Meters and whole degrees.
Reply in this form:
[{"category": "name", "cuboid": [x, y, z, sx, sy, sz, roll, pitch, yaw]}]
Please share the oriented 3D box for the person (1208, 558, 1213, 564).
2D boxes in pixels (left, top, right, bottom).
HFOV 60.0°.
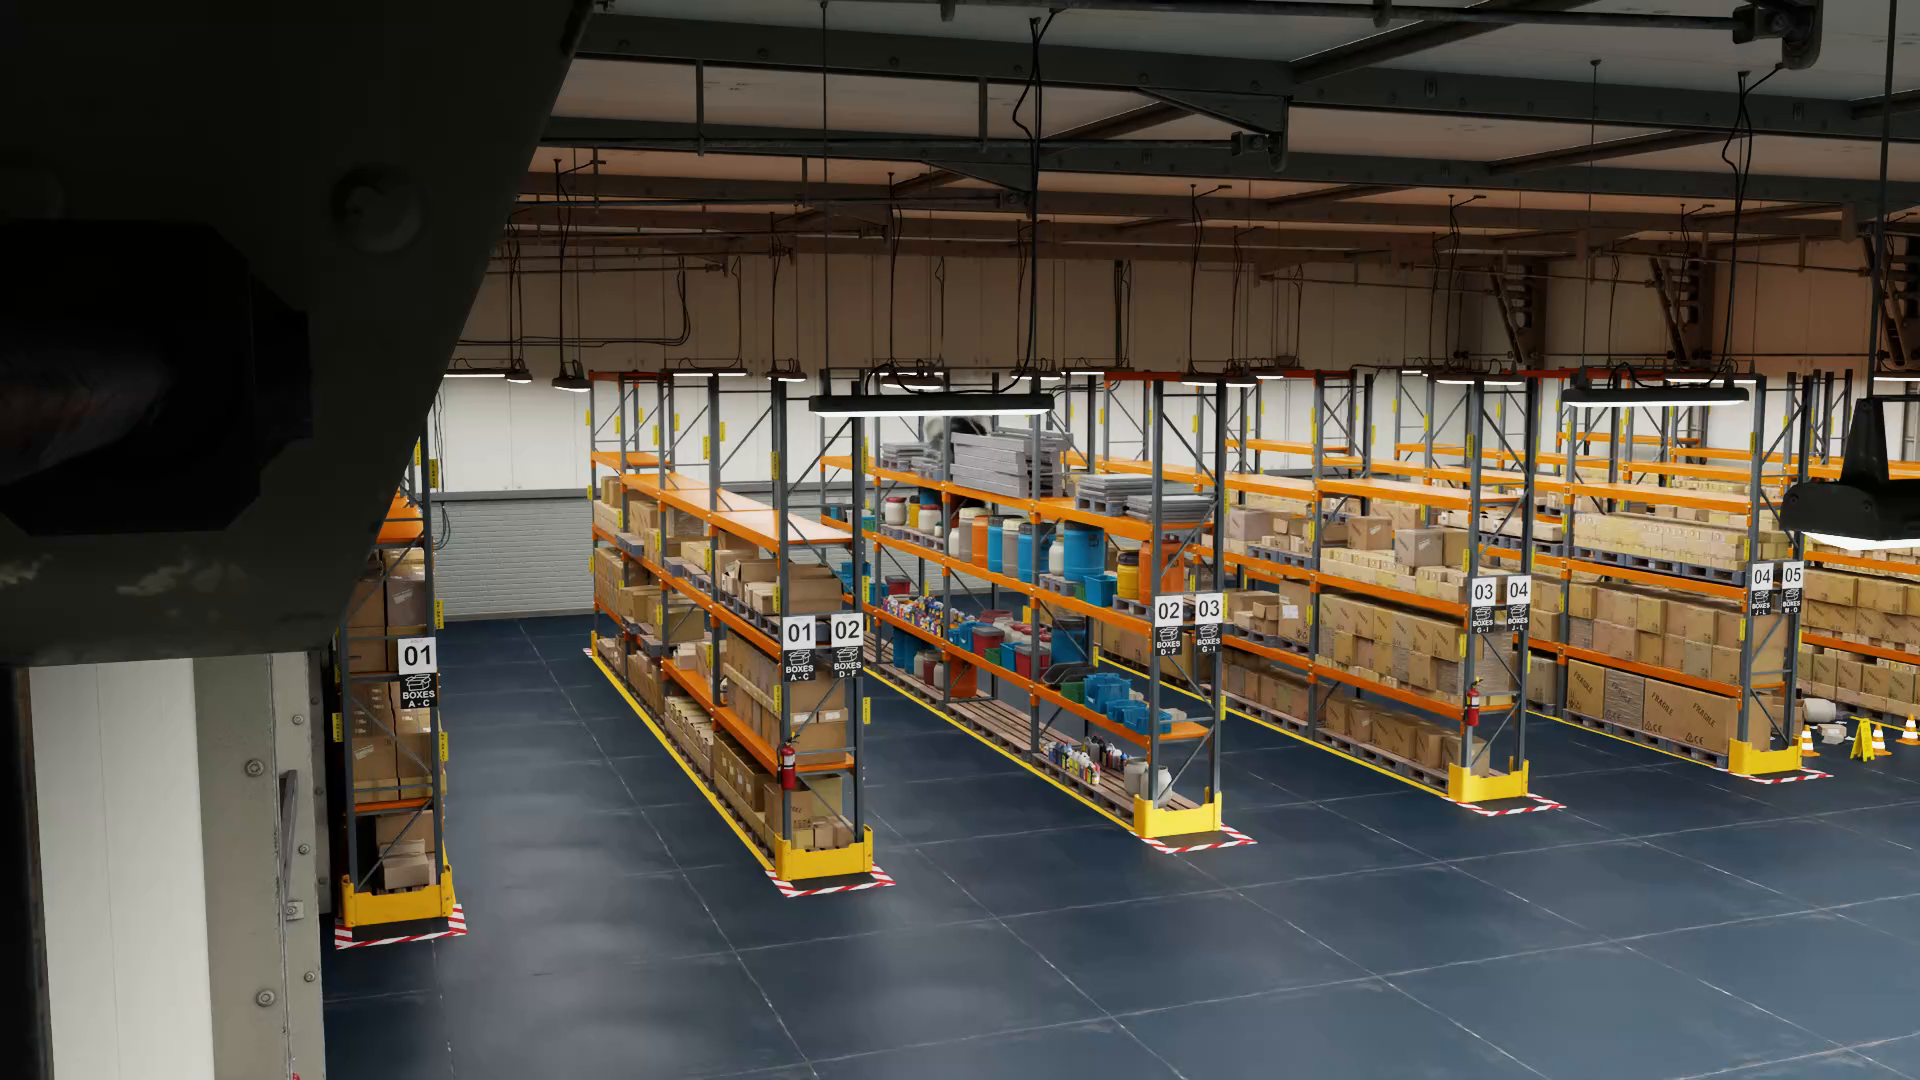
[{"category": "person", "cuboid": [6.224, 0.969, 41.305, 0.453, 1.547, 0.603, 0, 6, 1]}]
